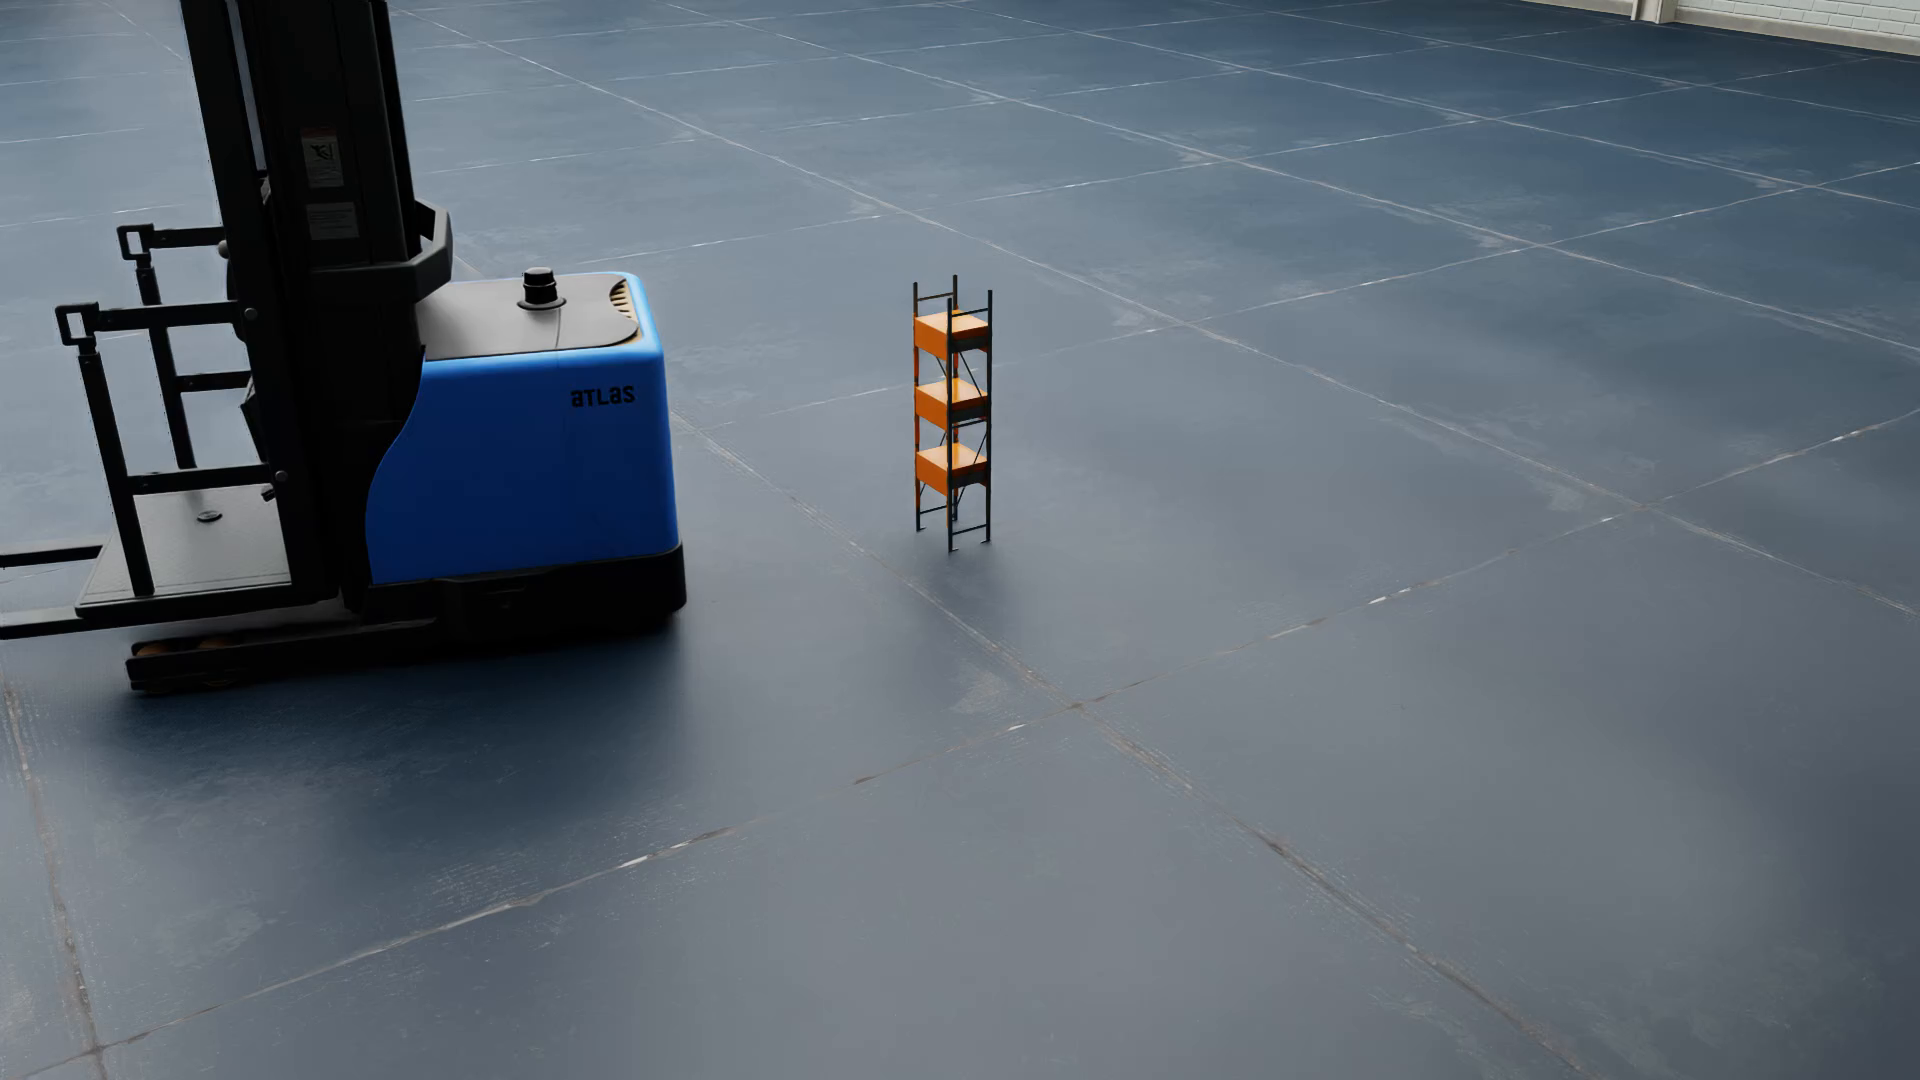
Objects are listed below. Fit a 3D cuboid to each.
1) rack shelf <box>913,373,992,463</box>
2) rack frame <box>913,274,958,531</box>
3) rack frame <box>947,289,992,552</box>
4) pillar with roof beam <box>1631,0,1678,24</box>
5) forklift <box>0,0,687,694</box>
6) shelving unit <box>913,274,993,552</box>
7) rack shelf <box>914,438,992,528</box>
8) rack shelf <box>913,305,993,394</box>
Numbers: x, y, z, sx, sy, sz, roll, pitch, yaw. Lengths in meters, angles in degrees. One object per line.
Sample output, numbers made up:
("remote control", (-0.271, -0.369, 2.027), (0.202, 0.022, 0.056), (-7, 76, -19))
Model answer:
("rack shelf", (-0.029, -0.484, 6.571), (0.215, 0.259, 0.240), (-16, 29, -30))
("rack frame", (-0.096, -0.538, 6.659), (0.200, 1.050, 0.008), (-16, 29, -30))
("rack frame", (0.037, -0.450, 6.474), (0.200, 1.050, 0.008), (-16, 29, -30))
("pillar with roof beam", (4.704, -9.299, 15.908), (9.100, 9.000, 0.400), (-16, 29, -30))
("forklift", (-2.578, -1.053, 5.548), (3.031, 2.935, 1.130), (-6, 26, -13))
("shelving unit", (-0.029, -0.494, 6.566), (0.215, 1.050, 0.252), (-16, 29, -30))
("rack shelf", (-0.029, -0.233, 6.690), (0.215, 0.259, 0.240), (-16, 29, -30))
("rack shelf", (-0.029, -0.741, 6.450), (0.215, 0.259, 0.240), (-16, 29, -30))
